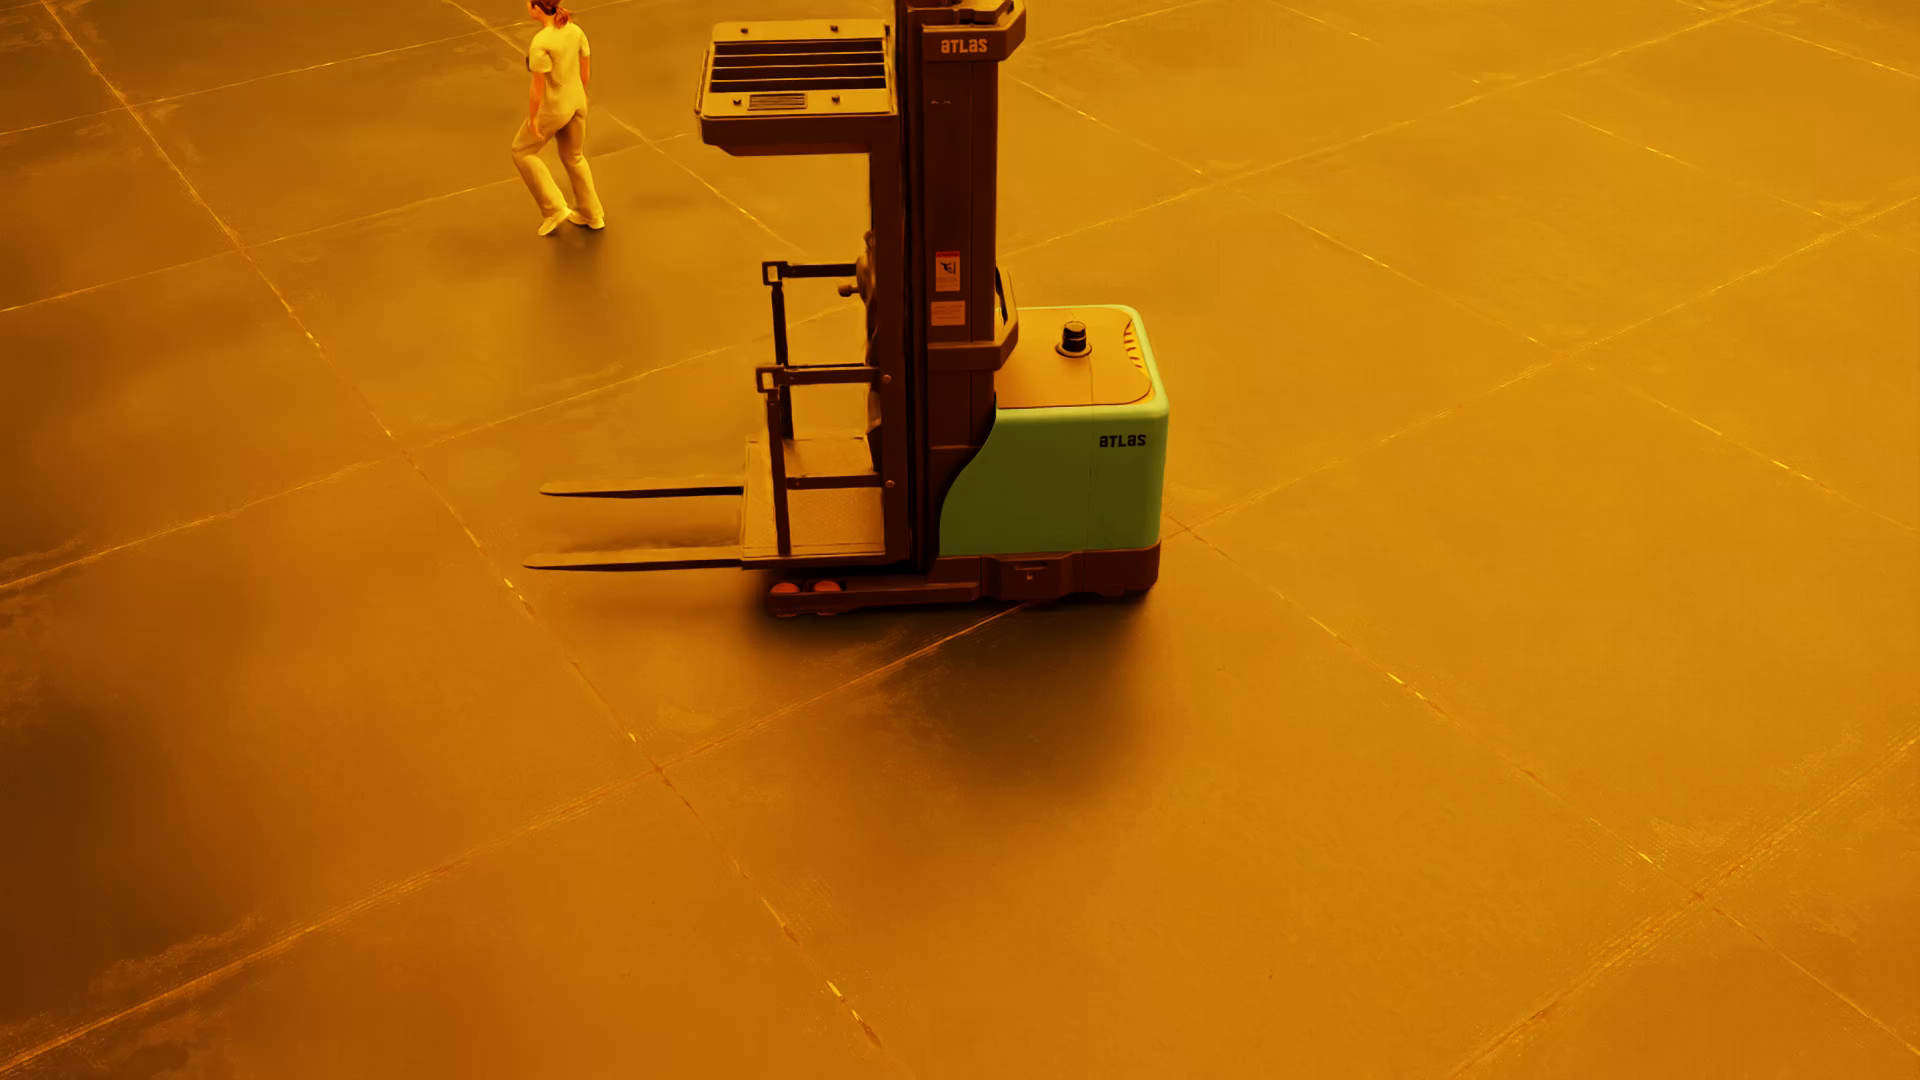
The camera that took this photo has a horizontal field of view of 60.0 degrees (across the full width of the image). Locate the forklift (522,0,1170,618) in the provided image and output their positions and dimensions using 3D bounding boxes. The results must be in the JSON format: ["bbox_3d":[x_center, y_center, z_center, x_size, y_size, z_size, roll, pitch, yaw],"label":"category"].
[{"bbox_3d":[-0.584,-1.136,7.481,3.031,2.935,1.130,-2,37,-3],"label":"forklift"}]

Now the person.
[{"bbox_3d":[-2.648,-2.807,10.827,0.476,1.667,0.549,17,40,21],"label":"person"}]
